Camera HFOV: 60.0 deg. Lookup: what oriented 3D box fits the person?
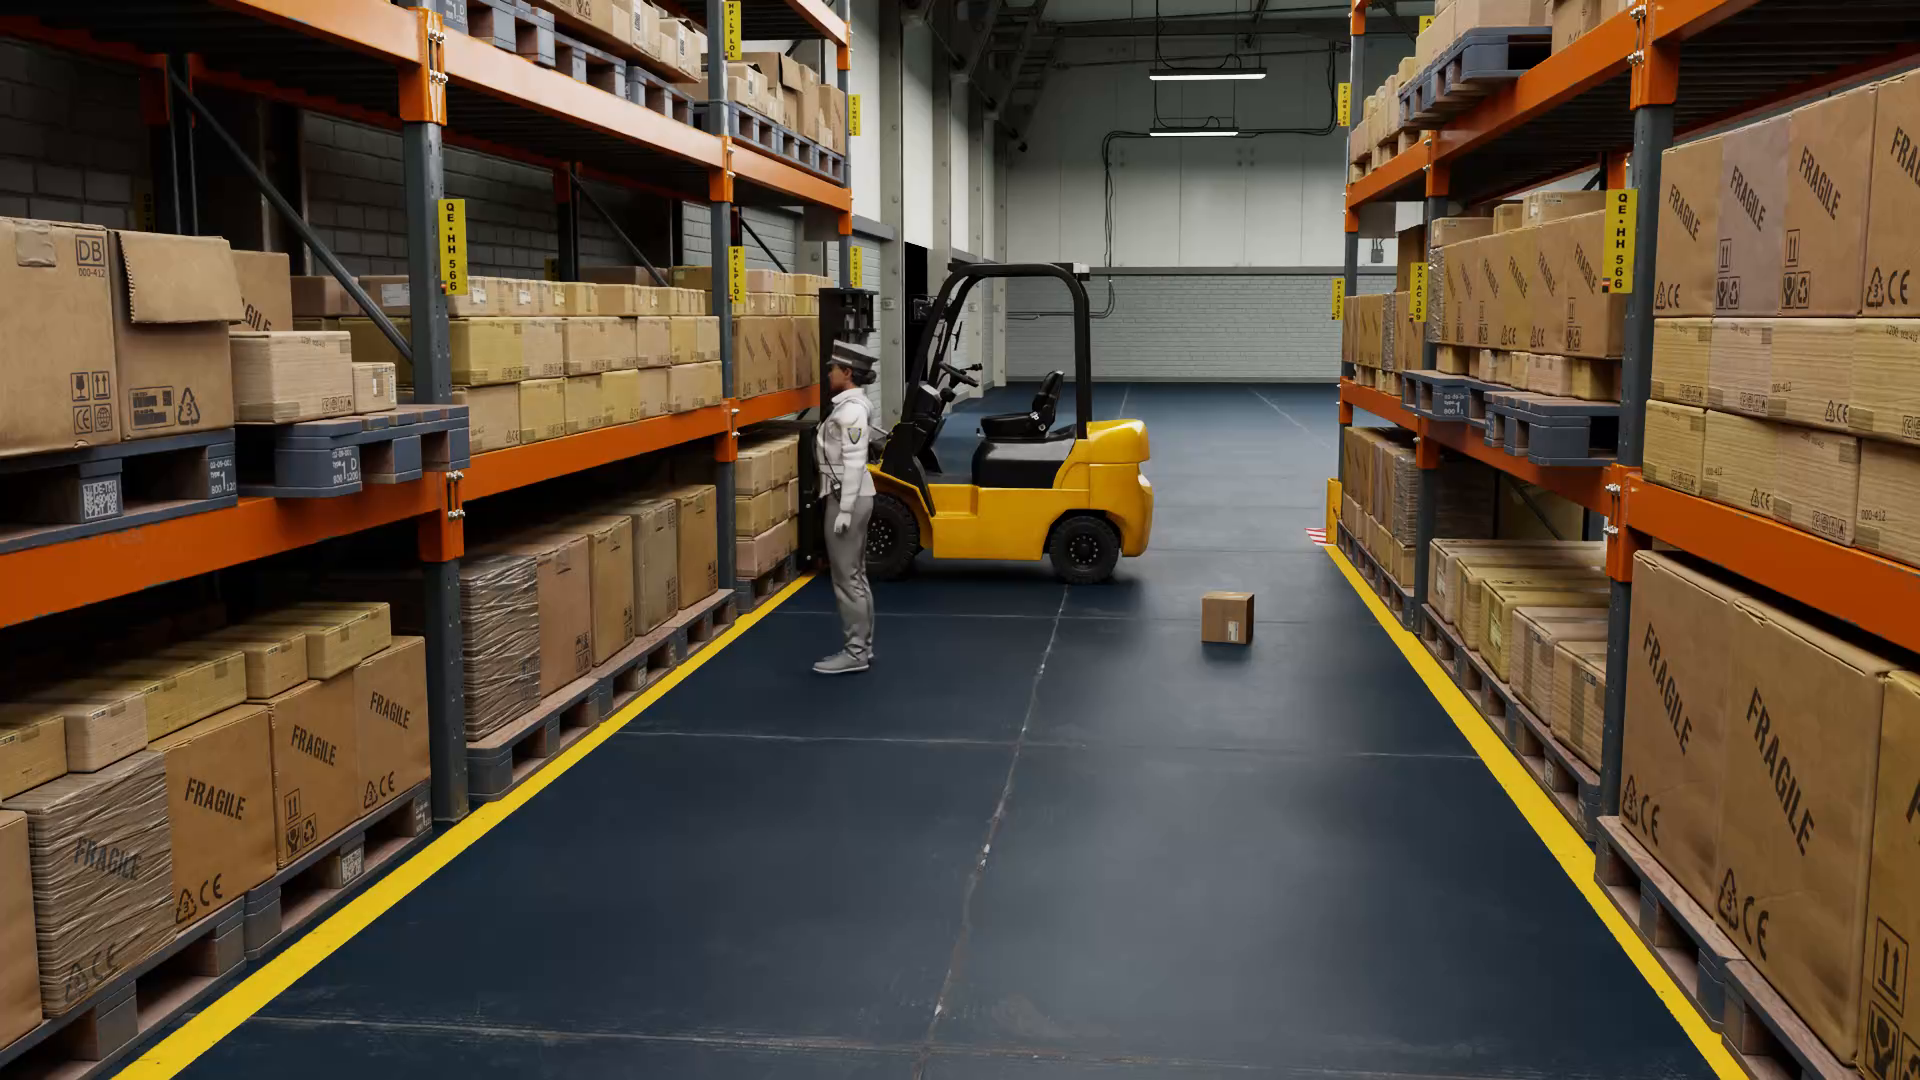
[{"bbox_3d":[-0.579,-0.162,8.485,0.346,1.715,0.470,0,8,-1],"label":"person"}]
